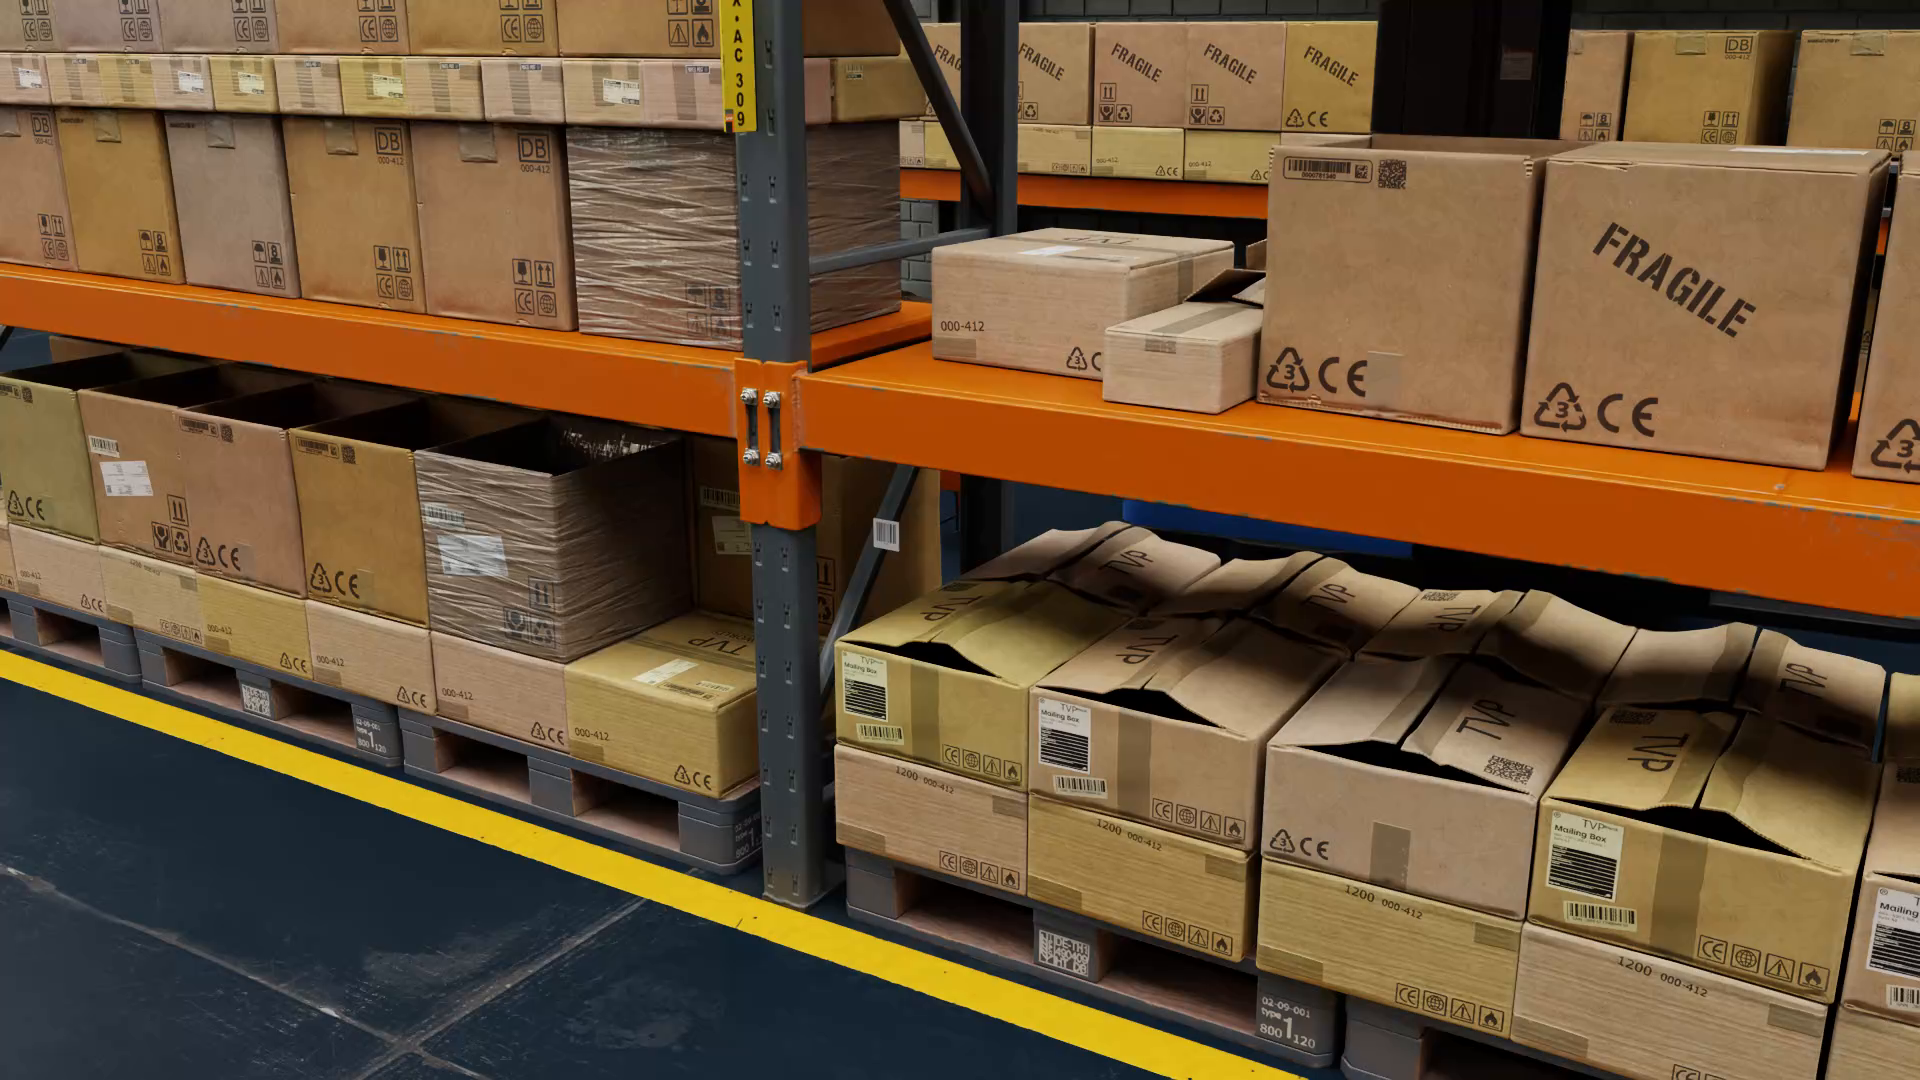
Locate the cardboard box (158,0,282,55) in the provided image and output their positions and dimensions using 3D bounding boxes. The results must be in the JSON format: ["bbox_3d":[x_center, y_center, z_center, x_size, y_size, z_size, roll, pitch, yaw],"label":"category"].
[{"bbox_3d":[-1.826,-1.643,4.726,0.500,0.500,0.700,10,20,30],"label":"cardboard box"}]

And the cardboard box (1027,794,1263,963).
[{"bbox_3d":[0.487,0.636,3.636,0.500,0.250,0.500,11,20,31],"label":"cardboard box"}]

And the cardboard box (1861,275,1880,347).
[{"bbox_3d":[3.886,-1.028,7.359,0.500,0.250,0.500,9,19,28],"label":"cardboard box"}]

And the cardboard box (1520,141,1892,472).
[{"bbox_3d":[1.360,-0.450,3.031,0.500,0.500,0.500,10,20,30],"label":"cardboard box"}]

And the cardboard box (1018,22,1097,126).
[{"bbox_3d":[0.568,-2.432,8.660,0.500,0.500,0.500,11,20,32],"label":"cardboard box"}]

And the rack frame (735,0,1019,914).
[{"bbox_3d":[-0.162,-0.680,3.958,0.127,3.000,1.000,10,20,30],"label":"rack frame"}]

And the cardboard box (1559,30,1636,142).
[{"bbox_3d":[2.844,-2.080,7.638,0.500,0.500,0.700,10,20,30],"label":"cardboard box"}]

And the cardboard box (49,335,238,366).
[{"bbox_3d":[-2.957,-0.524,6.165,0.500,0.500,0.500,10,20,30],"label":"cardboard box"}]

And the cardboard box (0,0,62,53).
[{"bbox_3d":[-2.683,-1.796,5.229,0.500,0.500,0.700,10,19,29],"label":"cardboard box"}]

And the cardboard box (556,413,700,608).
[{"bbox_3d":[-0.823,-0.146,4.919,0.500,0.500,0.500,10,20,30],"label":"cardboard box"}]

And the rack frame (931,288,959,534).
[{"bbox_3d":[-0.058,-0.513,6.763,0.008,1.050,0.200,10,20,30],"label":"rack frame"}]

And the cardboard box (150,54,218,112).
[{"bbox_3d":[-2.039,-1.299,4.710,0.250,0.149,0.380,10,20,31],"label":"cardboard box"}]

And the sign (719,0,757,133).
[{"bbox_3d":[-0.451,-0.994,3.368,0.005,0.325,0.100,10,20,30],"label":"sign"}]

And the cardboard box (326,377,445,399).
[{"bbox_3d":[-1.672,-0.300,5.425,0.500,0.500,0.500,10,20,30],"label":"cardboard box"}]

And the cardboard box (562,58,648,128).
[{"bbox_3d":[-0.715,-1.064,3.936,0.250,0.149,0.380,10,19,29],"label":"cardboard box"}]

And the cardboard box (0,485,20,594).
[{"bbox_3d":[-3.229,-0.037,5.850,0.500,0.250,0.500,10,20,30],"label":"cardboard box"}]

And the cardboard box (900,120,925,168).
[{"bbox_3d":[-0.281,-2.225,9.269,0.500,0.250,0.500,9,19,28],"label":"cardboard box"}]

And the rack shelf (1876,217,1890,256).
[{"bbox_3d":[4.132,-1.259,7.102,4.000,0.370,1.077,10,20,30],"label":"rack shelf"}]

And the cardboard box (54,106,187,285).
[{"bbox_3d":[-2.309,-1.106,5.190,0.500,0.500,0.700,10,20,30],"label":"cardboard box"}]

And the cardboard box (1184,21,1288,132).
[{"bbox_3d":[1.435,-2.274,8.139,0.500,0.500,0.500,10,20,30],"label":"cardboard box"}]

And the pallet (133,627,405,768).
[{"bbox_3d":[-1.861,0.338,5.406,1.213,0.211,1.003,10,20,30],"label":"pallet"}]

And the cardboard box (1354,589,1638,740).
[{"bbox_3d":[1.204,0.311,3.739,0.500,0.311,0.500,10,20,30],"label":"cardboard box"}]

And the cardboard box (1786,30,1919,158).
[{"bbox_3d":[3.893,-1.901,7.048,0.500,0.500,0.700,13,21,38],"label":"cardboard box"}]

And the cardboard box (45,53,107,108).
[{"bbox_3d":[-2.468,-1.377,4.965,0.250,0.149,0.380,9,19,28],"label":"cardboard box"}]

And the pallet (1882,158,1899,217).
[{"bbox_3d":[4.128,-1.498,6.982,1.213,0.211,1.003,10,20,30],"label":"pallet"}]

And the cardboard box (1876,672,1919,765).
[{"bbox_3d":[2.069,0.467,3.228,0.500,0.311,0.500,10,19,29],"label":"cardboard box"}]

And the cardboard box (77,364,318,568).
[{"bbox_3d":[-2.370,-0.247,5.252,0.500,0.500,0.500,10,20,30],"label":"cardboard box"}]

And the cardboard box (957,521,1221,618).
[{"bbox_3d":[0.334,0.157,4.246,0.500,0.311,0.500,10,20,30],"label":"cardboard box"}]

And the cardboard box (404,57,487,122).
[{"bbox_3d":[-1.164,-1.143,4.196,0.250,0.149,0.380,10,20,30],"label":"cardboard box"}]

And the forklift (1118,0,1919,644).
[{"bbox_3d":[2.141,-1.125,5.543,3.031,2.935,1.130,7,18,23],"label":"forklift"}]

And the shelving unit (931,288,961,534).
[{"bbox_3d":[0.046,-0.494,6.702,0.252,1.050,0.215,10,20,30],"label":"shelving unit"}]

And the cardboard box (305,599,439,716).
[{"bbox_3d":[-1.526,0.268,4.848,0.500,0.250,0.500,10,20,30],"label":"cardboard box"}]

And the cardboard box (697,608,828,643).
[{"bbox_3d":[-0.398,0.289,4.776,0.500,0.250,0.500,10,20,30],"label":"cardboard box"}]

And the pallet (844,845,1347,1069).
[{"bbox_3d":[0.487,0.757,4.026,1.213,0.211,1.003,10,20,30],"label":"pallet"}]

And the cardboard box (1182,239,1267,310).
[{"bbox_3d":[0.684,-0.527,3.687,0.258,0.266,0.396,10,19,29],"label":"cardboard box"}]

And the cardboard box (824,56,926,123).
[{"bbox_3d":[-0.289,-1.127,4.142,0.250,0.149,0.380,10,20,30],"label":"cardboard box"}]

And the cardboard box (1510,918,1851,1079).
[{"bbox_3d":[1.363,0.791,3.123,0.500,0.250,0.500,11,20,31],"label":"cardboard box"}]

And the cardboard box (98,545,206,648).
[{"bbox_3d":[-2.376,0.114,5.352,0.500,0.250,0.500,10,20,30],"label":"cardboard box"}]

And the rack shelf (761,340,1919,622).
[{"bbox_3d":[1.543,-0.031,3.061,4.000,0.370,1.077,10,20,30],"label":"rack shelf"}]

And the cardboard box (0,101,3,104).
[{"bbox_3d":[-2.910,-1.456,5.224,0.250,0.149,0.380,10,20,30],"label":"cardboard box"}]

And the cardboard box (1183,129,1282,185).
[{"bbox_3d":[1.445,-1.920,8.264,0.500,0.250,0.500,10,20,30],"label":"cardboard box"}]

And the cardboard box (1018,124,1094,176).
[{"bbox_3d":[0.579,-2.069,8.754,0.500,0.250,0.500,10,20,31],"label":"cardboard box"}]

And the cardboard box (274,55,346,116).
[{"bbox_3d":[-1.587,-1.220,4.448,0.250,0.149,0.380,11,20,32],"label":"cardboard box"}]

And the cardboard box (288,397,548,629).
[{"bbox_3d":[-1.519,-0.094,4.749,0.500,0.500,0.500,10,20,30],"label":"cardboard box"}]

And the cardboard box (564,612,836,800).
[{"bbox_3d":[-0.671,0.418,4.351,0.500,0.250,0.500,10,20,30],"label":"cardboard box"}]

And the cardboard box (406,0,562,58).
[{"bbox_3d":[-0.974,-1.491,4.224,0.500,0.500,0.700,10,20,30],"label":"cardboard box"}]

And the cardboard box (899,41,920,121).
[{"bbox_3d":[-0.315,-2.588,9.172,0.500,0.500,0.500,10,20,30],"label":"cardboard box"}]

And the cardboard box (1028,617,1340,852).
[{"bbox_3d":[0.484,0.369,3.550,0.500,0.311,0.500,10,19,29],"label":"cardboard box"}]

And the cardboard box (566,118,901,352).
[{"bbox_3d":[-0.543,-0.794,4.161,0.500,0.500,0.700,10,19,29],"label":"cardboard box"}]

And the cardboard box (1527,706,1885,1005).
[{"bbox_3d":[1.371,0.525,3.037,0.500,0.311,0.500,11,20,32],"label":"cardboard box"}]

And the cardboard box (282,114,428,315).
[{"bbox_3d":[-1.421,-0.949,4.674,0.500,0.500,0.700,10,20,31],"label":"cardboard box"}]

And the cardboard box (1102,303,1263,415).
[{"bbox_3d":[0.487,-0.374,3.384,0.250,0.149,0.380,10,20,30],"label":"cardboard box"}]
